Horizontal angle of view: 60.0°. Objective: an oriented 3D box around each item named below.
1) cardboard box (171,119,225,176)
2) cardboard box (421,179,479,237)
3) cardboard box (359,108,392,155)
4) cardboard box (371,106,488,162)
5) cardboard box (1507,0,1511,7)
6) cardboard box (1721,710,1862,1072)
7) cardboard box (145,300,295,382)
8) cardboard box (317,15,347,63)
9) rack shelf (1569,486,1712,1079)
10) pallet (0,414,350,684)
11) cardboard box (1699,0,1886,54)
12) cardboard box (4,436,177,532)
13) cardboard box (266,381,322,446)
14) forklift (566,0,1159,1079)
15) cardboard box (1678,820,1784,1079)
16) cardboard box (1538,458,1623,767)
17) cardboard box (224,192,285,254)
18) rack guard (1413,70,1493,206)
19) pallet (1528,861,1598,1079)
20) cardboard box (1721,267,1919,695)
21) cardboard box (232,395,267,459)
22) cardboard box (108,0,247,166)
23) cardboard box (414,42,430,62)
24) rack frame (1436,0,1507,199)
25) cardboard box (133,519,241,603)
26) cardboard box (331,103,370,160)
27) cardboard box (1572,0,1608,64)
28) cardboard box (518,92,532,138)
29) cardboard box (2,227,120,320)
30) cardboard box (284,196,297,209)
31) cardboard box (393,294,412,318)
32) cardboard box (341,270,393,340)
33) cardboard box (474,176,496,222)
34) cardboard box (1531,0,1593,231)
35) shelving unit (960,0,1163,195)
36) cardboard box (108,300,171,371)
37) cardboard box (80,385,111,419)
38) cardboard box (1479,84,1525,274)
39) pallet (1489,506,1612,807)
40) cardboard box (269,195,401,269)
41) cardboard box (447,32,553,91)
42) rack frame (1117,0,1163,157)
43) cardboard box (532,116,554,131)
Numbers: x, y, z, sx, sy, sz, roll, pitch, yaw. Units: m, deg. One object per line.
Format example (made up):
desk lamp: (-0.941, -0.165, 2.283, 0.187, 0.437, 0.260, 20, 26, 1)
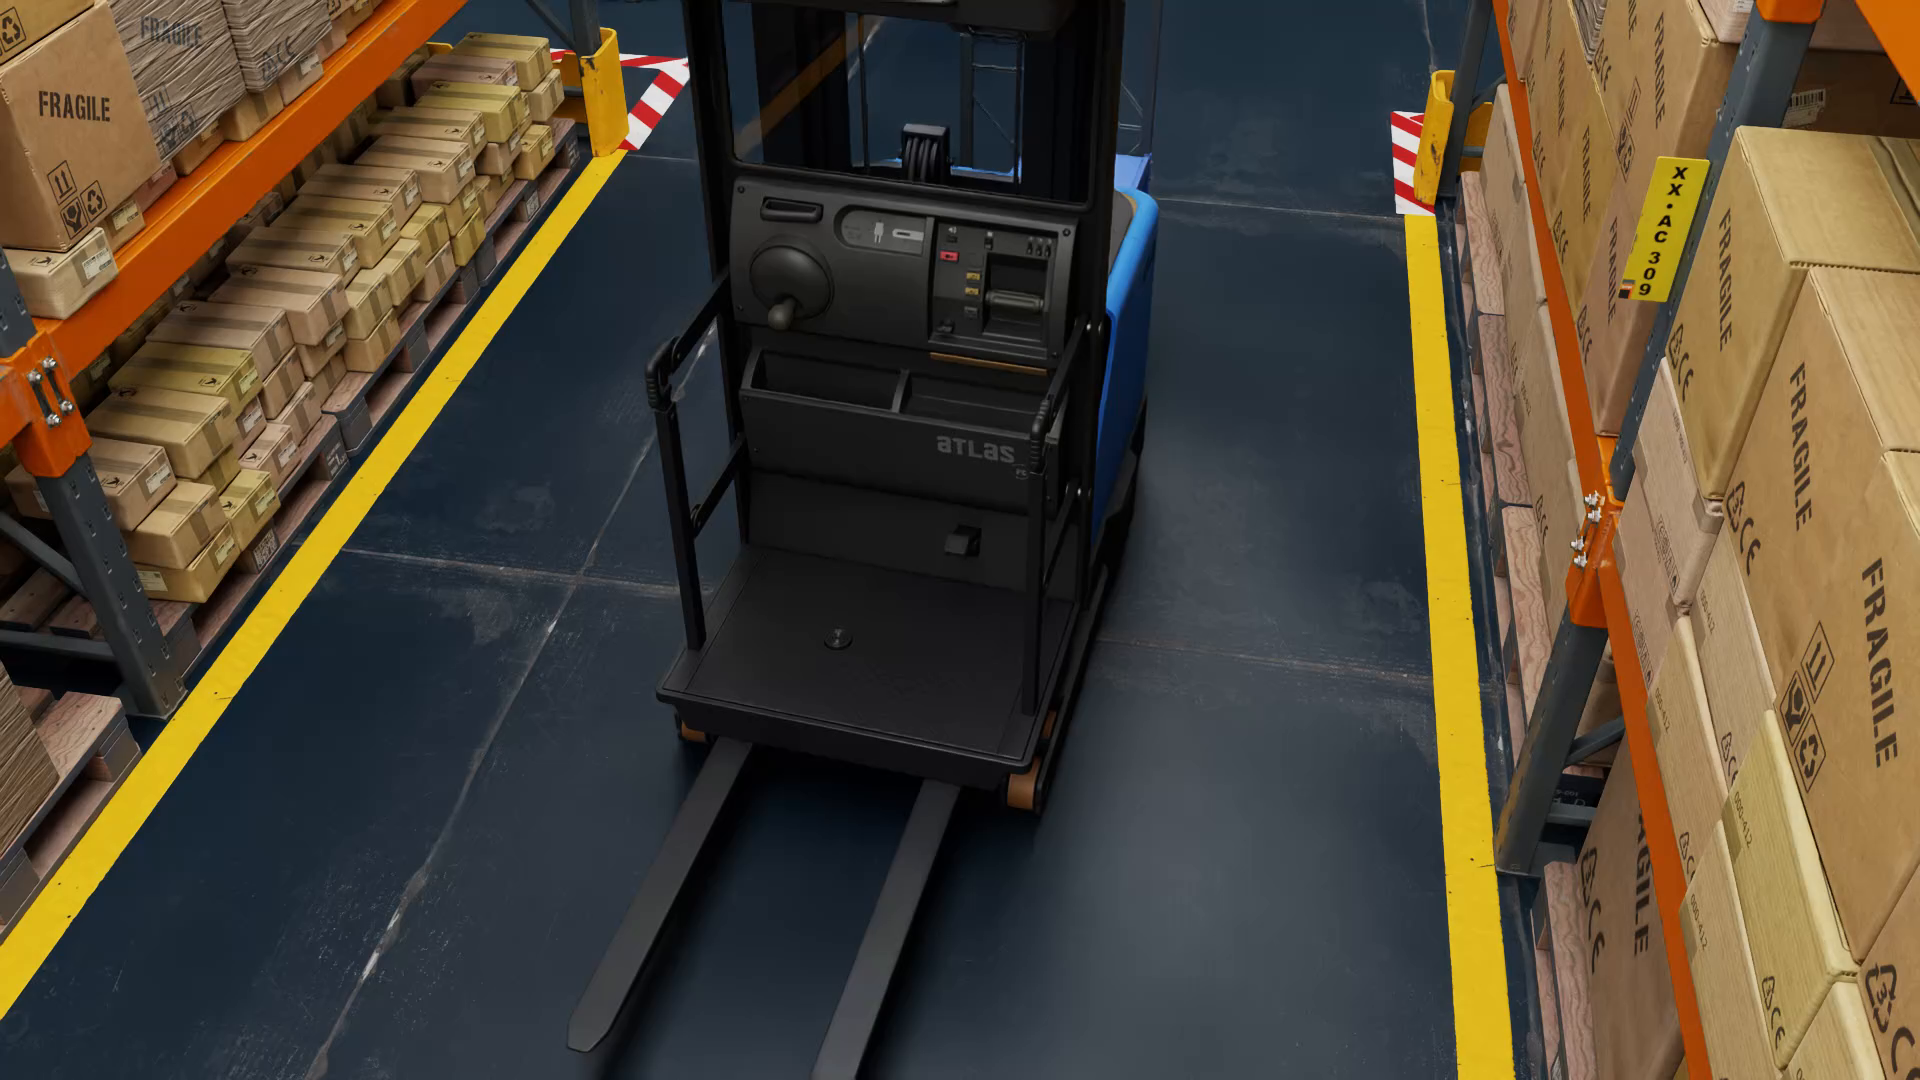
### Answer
cardboard box: (-2.510, -1.252, 5.107, 0.380, 0.149, 0.250, 5, 40, 6)
cardboard box: (-2.183, -1.366, 6.723, 0.380, 0.149, 0.250, 7, 40, 8)
cardboard box: (-2.610, -1.752, 7.190, 0.380, 0.149, 0.250, 7, 40, 8)
cardboard box: (-2.177, -1.653, 6.836, 0.380, 0.149, 0.250, 5, 40, 6)
cardboard box: (2.259, -2.170, 5.942, 0.500, 0.500, 0.500, 6, 40, 7)
cardboard box: (1.463, 0.543, 2.464, 0.500, 0.250, 0.500, 7, 40, 8)
cardboard box: (-2.513, -0.676, 5.654, 0.380, 0.149, 0.250, 5, 40, 7)
cardboard box: (-2.348, -1.744, 5.702, 0.380, 0.149, 0.250, 8, 40, 9)
rack shelf: (1.647, 1.321, 2.362, 1.077, 0.370, 4.000, 6, 40, 8)
pallet: (-2.819, -0.044, 5.638, 1.003, 0.211, 1.213, 6, 40, 8)
cardboard box: (1.732, -1.113, 3.370, 0.380, 0.149, 0.250, 6, 40, 7)
cardboard box: (-2.637, -0.179, 5.054, 0.380, 0.149, 0.250, 8, 40, 9)
cardboard box: (-2.488, -0.443, 5.840, 0.380, 0.149, 0.250, 6, 40, 7)
forklift: (-0.215, -0.629, 4.211, 1.130, 2.935, 3.031, 10, 41, 12)
cardboard box: (1.464, 0.738, 2.620, 0.500, 0.250, 0.500, 6, 40, 7)
cardboard box: (2.207, 0.232, 4.796, 0.875, 0.438, 0.875, 6, 40, 7)
cardboard box: (-2.791, -1.209, 6.299, 0.380, 0.149, 0.250, 6, 40, 8)
rack guard: (2.689, -1.773, 7.502, 1.175, 0.500, 0.348, 6, 40, 8)
pallet: (1.933, 1.356, 3.944, 1.003, 0.211, 1.213, 6, 40, 8)
cardboard box: (1.573, -0.068, 2.615, 0.500, 0.500, 0.500, 6, 40, 7)
cardboard box: (-2.560, -0.389, 5.541, 0.380, 0.149, 0.250, 6, 40, 7)
cardboard box: (-2.488, -1.441, 4.827, 0.500, 0.500, 0.500, 6, 40, 8)
cardboard box: (-2.633, -2.205, 7.504, 0.380, 0.149, 0.250, 5, 40, 6)
rack frame: (2.685, -2.721, 6.688, 1.000, 3.000, 0.127, 6, 40, 8)
cardboard box: (-2.521, 0.050, 5.243, 0.380, 0.149, 0.250, 5, 40, 6)
cardboard box: (-2.694, -1.710, 6.905, 0.380, 0.149, 0.250, 5, 40, 5)
cardboard box: (1.977, -1.600, 4.468, 0.500, 0.500, 0.500, 7, 40, 8)
cardboard box: (-2.117, -1.861, 7.321, 0.380, 0.149, 0.250, 6, 40, 7)
cardboard box: (-2.529, -0.738, 4.486, 0.380, 0.149, 0.250, 8, 40, 9)
cardboard box: (-2.720, -1.251, 6.584, 0.380, 0.149, 0.250, 8, 40, 10)
cardboard box: (-2.366, -0.942, 6.443, 0.380, 0.149, 0.250, 7, 40, 9)
cardboard box: (-2.334, -0.880, 6.134, 0.380, 0.149, 0.250, 6, 40, 7)
cardboard box: (-2.199, -1.428, 7.031, 0.380, 0.149, 0.250, 7, 40, 8)
cardboard box: (1.977, -1.210, 4.781, 0.500, 0.500, 0.500, 6, 40, 7)
shelving unit: (0.378, -1.331, 6.183, 0.538, 1.500, 1.048, 10, 41, 12)
cardboard box: (-2.932, -0.714, 5.700, 0.380, 0.149, 0.250, 8, 40, 9)
cardboard box: (-3.095, -0.445, 5.609, 0.380, 0.149, 0.250, 5, 40, 6)
cardboard box: (2.669, -1.471, 6.856, 0.875, 0.438, 0.875, 5, 40, 6)
pallet: (2.201, 0.395, 5.107, 1.003, 0.211, 1.213, 6, 40, 8)
cardboard box: (-2.341, -1.157, 6.237, 0.380, 0.149, 0.250, 7, 40, 8)
cardboard box: (-2.050, -2.136, 7.420, 0.380, 0.149, 0.250, 7, 40, 8)
rack frame: (0.512, -1.643, 6.560, 0.500, 1.500, 0.032, 10, 41, 12)
cardboard box: (-2.094, -1.914, 7.618, 0.380, 0.149, 0.250, 7, 40, 8)
